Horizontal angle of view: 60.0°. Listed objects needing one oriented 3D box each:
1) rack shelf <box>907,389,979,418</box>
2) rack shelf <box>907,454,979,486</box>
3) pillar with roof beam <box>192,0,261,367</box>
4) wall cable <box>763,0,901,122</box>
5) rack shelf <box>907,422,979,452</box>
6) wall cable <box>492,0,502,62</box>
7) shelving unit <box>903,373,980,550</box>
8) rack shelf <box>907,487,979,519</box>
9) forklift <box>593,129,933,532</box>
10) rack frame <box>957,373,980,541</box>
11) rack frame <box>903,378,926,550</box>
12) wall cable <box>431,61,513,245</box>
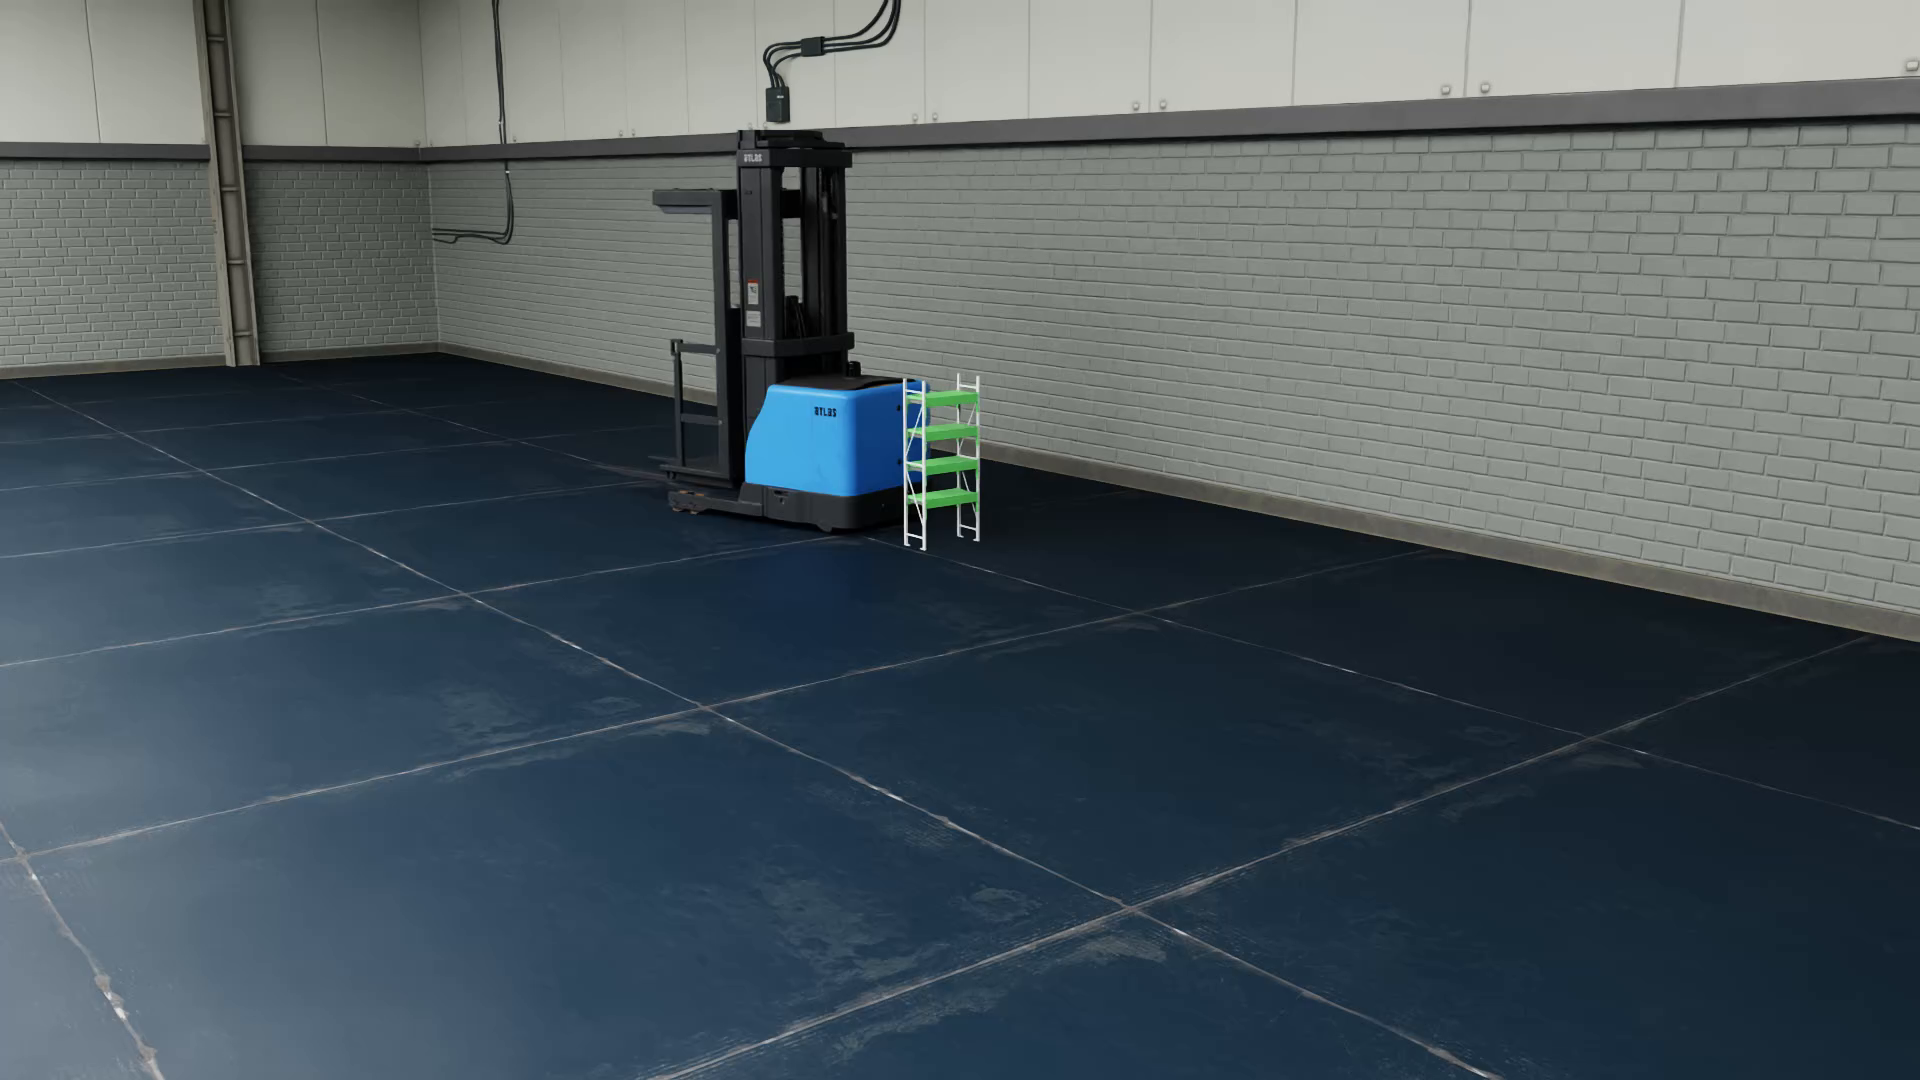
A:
[{"bbox_3d":[-0.129,-0.972,11.817,0.480,0.148,0.258,-9,15,-38],"label":"rack shelf"},{"bbox_3d":[-0.129,-0.503,11.916,0.480,0.148,0.258,-9,15,-38],"label":"rack shelf"},{"bbox_3d":[-7.679,-6.236,19.830,0.400,9.000,9.100,-9,15,-38],"label":"pillar with roof beam"},{"bbox_3d":[-1.324,-7.223,16.294,0.169,6.003,2.305,-9,15,-38],"label":"wall cable"},{"bbox_3d":[-0.129,-0.738,11.866,0.480,0.148,0.258,-9,15,-38],"label":"rack shelf"},{"bbox_3d":[-5.552,-7.614,21.640,0.112,2.526,3.097,-9,15,-38],"label":"wall cable"},{"bbox_3d":[-0.129,-0.565,11.903,0.503,1.200,0.258,-9,15,-38],"label":"shelving unit"},{"bbox_3d":[-0.129,-0.268,11.966,0.480,0.148,0.258,-9,15,-38],"label":"rack shelf"},{"bbox_3d":[-1.691,-1.711,13.132,3.031,2.935,1.130,9,15,36],"label":"forklift"},{"bbox_3d":[0.061,-0.597,12.052,0.015,1.200,0.240,-9,15,-38],"label":"rack frame"},{"bbox_3d":[-0.320,-0.534,11.754,0.015,1.200,0.240,-9,15,-38],"label":"rack frame"},{"bbox_3d":[-7.242,-5.583,24.231,0.112,2.526,3.097,-9,15,-38],"label":"wall cable"}]
